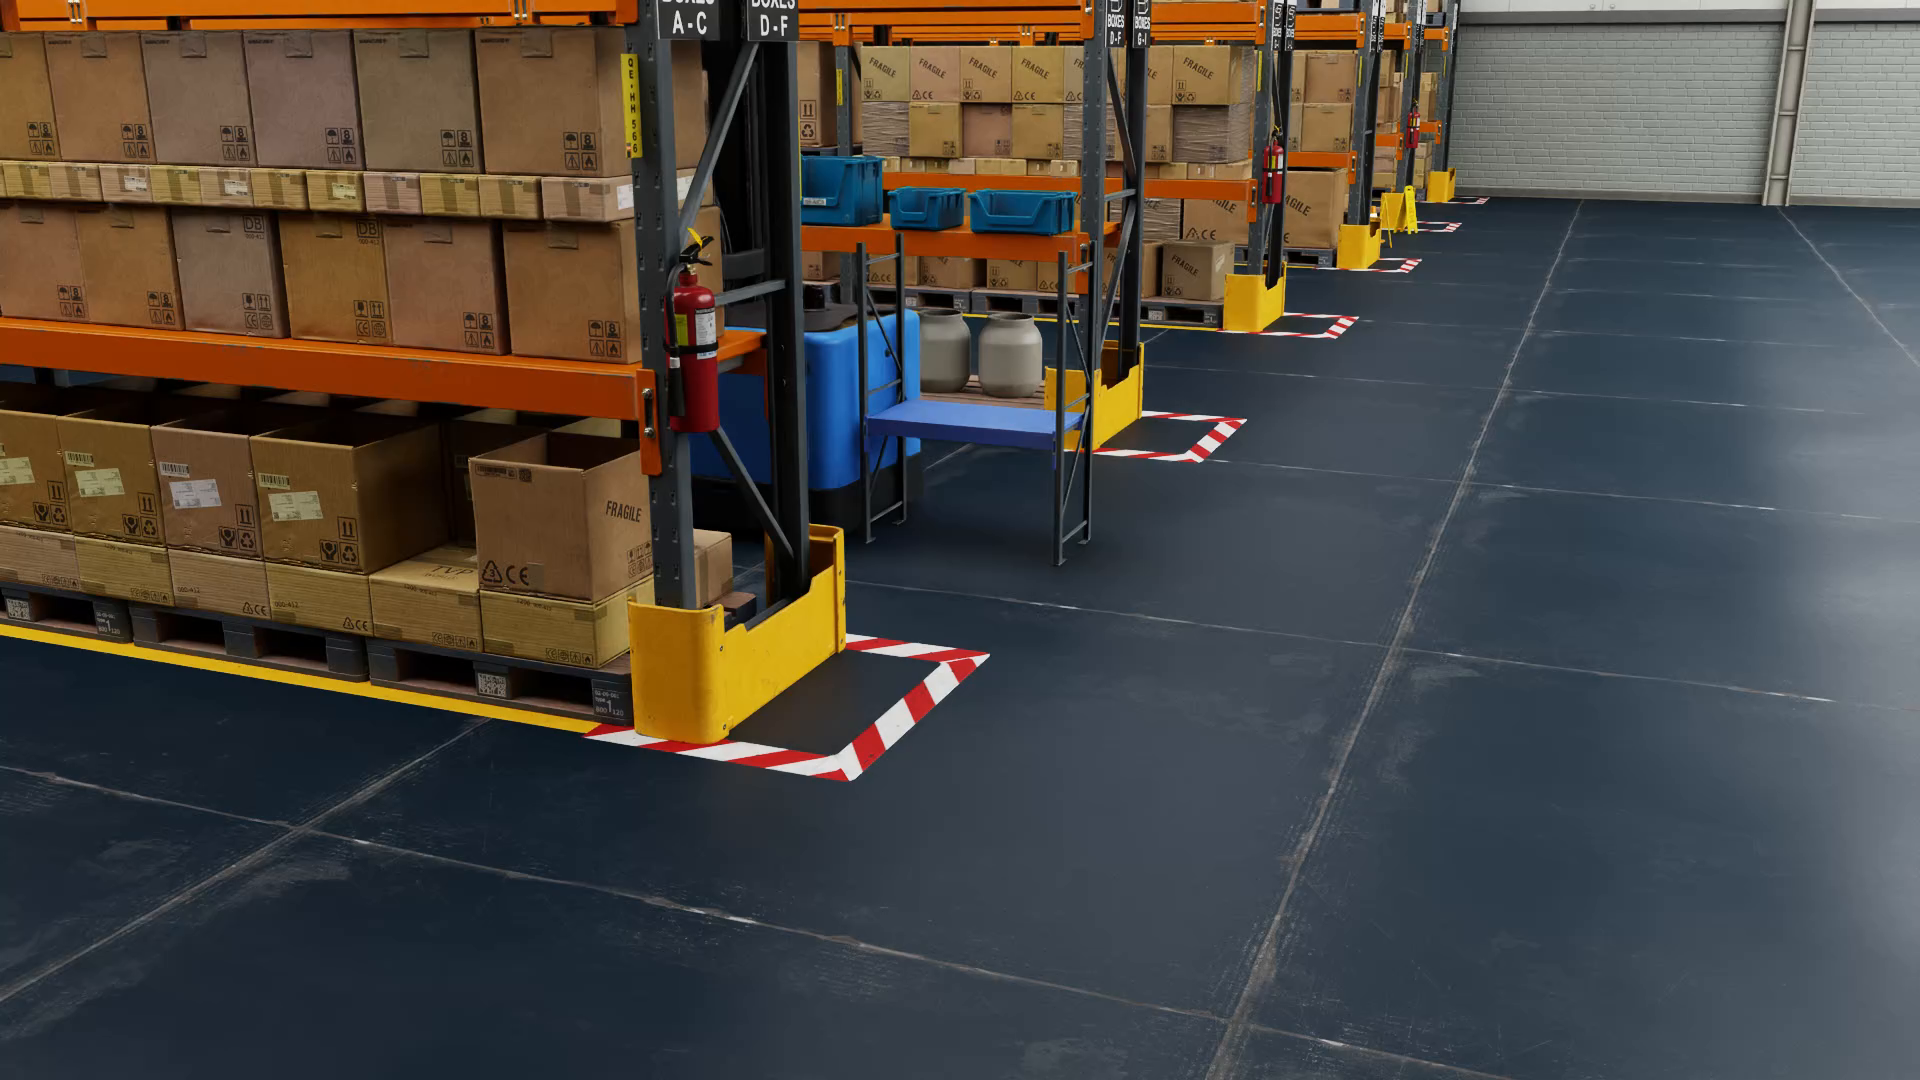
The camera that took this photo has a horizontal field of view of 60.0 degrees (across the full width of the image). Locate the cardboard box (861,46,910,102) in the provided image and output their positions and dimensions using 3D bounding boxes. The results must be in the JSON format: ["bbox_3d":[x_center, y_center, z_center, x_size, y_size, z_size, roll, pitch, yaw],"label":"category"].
[{"bbox_3d":[-0.608,-4.414,15.748,0.500,0.500,0.500,6,17,21],"label":"cardboard box"}]

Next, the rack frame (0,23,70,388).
[{"bbox_3d":[-4.572,-1.286,7.480,0.127,3.000,1.000,6,17,21],"label":"rack frame"}]

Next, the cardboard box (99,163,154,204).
[{"bbox_3d":[-3.193,-1.437,6.657,0.250,0.149,0.380,6,17,19],"label":"cardboard box"}]

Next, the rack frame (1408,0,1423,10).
[{"bbox_3d":[6.423,-8.897,22.936,0.127,3.000,1.000,6,17,21],"label":"rack frame"}]

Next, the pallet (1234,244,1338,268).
[{"bbox_3d":[3.929,-3.444,19.915,1.213,0.211,1.003,6,17,21],"label":"pallet"}]

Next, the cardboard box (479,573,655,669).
[{"bbox_3d":[-1.458,0.263,6.320,0.500,0.250,0.500,6,17,21],"label":"cardboard box"}]

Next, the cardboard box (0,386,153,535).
[{"bbox_3d":[-3.788,-0.350,7.088,0.500,0.500,0.500,6,17,21],"label":"cardboard box"}]

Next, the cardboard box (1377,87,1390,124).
[{"bbox_3d":[5.817,-6.191,23.662,0.500,0.500,0.500,6,17,20],"label":"cardboard box"}]

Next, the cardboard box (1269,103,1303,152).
[{"bbox_3d":[3.820,-4.871,19.558,0.550,0.550,0.875,6,17,21],"label":"cardboard box"}]

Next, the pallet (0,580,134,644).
[{"bbox_3d":[-3.848,0.145,7.551,1.213,0.211,1.003,6,17,21],"label":"pallet"}]

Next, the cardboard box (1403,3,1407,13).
[{"bbox_3d":[7.359,-8.880,27.773,0.250,0.149,0.380,6,17,19],"label":"cardboard box"}]

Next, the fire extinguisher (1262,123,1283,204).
[{"bbox_3d":[2.725,-3.278,14.478,0.183,0.674,0.296,6,17,21],"label":"fire extinguisher"}]

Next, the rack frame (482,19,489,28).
[{"bbox_3d":[-4.655,-4.264,17.738,0.127,3.000,1.000,6,17,21],"label":"rack frame"}]

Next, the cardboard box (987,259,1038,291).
[{"bbox_3d":[0.566,-2.705,16.098,0.500,0.500,0.500,5,17,16],"label":"cardboard box"}]

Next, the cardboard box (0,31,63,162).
[{"bbox_3d":[-3.686,-1.862,6.957,0.500,0.500,0.700,6,17,20],"label":"cardboard box"}]

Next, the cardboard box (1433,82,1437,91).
[{"bbox_3d":[8.021,-7.766,28.455,0.250,0.149,0.380,6,17,19],"label":"cardboard box"}]

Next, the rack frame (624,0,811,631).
[{"bbox_3d":[-0.851,-0.877,6.070,0.127,3.000,1.000,6,17,21],"label":"rack frame"}]

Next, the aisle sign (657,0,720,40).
[{"bbox_3d":[-0.898,-2.043,5.422,0.004,0.787,0.394,6,17,21],"label":"aisle sign"}]

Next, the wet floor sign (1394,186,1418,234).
[{"bbox_3d":[6.208,-4.589,23.078,0.232,0.644,0.267,14,21,40],"label":"wet floor sign"}]

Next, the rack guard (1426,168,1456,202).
[{"bbox_3d":[8.264,-6.101,28.548,0.348,0.500,1.175,6,17,21],"label":"rack guard"}]

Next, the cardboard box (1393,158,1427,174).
[{"bbox_3d":[7.674,-6.394,28.355,0.500,0.250,0.500,6,17,20],"label":"cardboard box"}]

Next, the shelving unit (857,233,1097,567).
[{"bbox_3d":[0.084,-0.711,8.188,1.048,1.500,0.538,6,17,21],"label":"shelving unit"}]

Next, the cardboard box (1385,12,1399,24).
[{"bbox_3d":[5.989,-7.300,23.265,0.250,0.149,0.380,6,17,21],"label":"cardboard box"}]

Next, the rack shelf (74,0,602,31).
[{"bbox_3d":[-4.612,-3.870,12.291,4.000,0.370,1.077,6,17,21],"label":"rack shelf"}]

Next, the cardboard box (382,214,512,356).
[{"bbox_3d":[-1.771,-1.029,6.413,0.500,0.500,0.700,7,18,22],"label":"cardboard box"}]

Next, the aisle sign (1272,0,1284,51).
[{"bbox_3d":[2.735,-4.610,14.267,0.004,0.787,0.394,6,17,21],"label":"aisle sign"}]

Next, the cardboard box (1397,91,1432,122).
[{"bbox_3d":[7.687,-7.334,28.133,0.500,0.500,0.500,6,17,19],"label":"cardboard box"}]

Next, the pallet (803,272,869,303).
[{"bbox_3d":[-1.659,-2.595,16.990,1.213,0.211,1.003,6,17,21],"label":"pallet"}]

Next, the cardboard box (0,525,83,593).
[{"bbox_3d":[-3.789,0.011,7.190,0.500,0.250,0.500,6,17,21],"label":"cardboard box"}]

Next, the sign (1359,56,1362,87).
[{"bbox_3d":[4.489,-5.253,18.640,0.005,0.325,0.100,6,17,21],"label":"sign"}]

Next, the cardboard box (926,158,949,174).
[{"bbox_3d":[-0.138,-3.564,15.776,0.250,0.149,0.380,6,17,21],"label":"cardboard box"}]

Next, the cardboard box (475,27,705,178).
[{"bbox_3d":[-1.330,-1.605,6.070,0.500,0.500,0.700,6,17,21],"label":"cardboard box"}]

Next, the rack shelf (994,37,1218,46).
[{"bbox_3d":[2.660,-9.013,30.004,4.000,0.370,1.077,6,17,21],"label":"rack shelf"}]

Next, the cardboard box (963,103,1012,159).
[{"bbox_3d":[0.416,-3.899,15.765,0.500,0.500,0.875,6,17,21],"label":"cardboard box"}]

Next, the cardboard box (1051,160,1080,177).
[{"bbox_3d":[1.012,-3.427,15.305,0.250,0.149,0.380,6,17,21],"label":"cardboard box"}]

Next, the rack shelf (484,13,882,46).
[{"bbox_3d":[-2.794,-5.155,16.715,4.000,0.370,1.077,6,17,21],"label":"rack shelf"}]

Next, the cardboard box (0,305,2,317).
[{"bbox_3d":[-4.157,-1.291,7.315,0.500,0.500,0.700,6,17,19],"label":"cardboard box"}]

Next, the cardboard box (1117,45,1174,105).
[{"bbox_3d":[1.718,-4.159,14.868,0.500,0.500,0.500,6,17,21],"label":"cardboard box"}]

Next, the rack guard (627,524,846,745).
[{"bbox_3d":[-0.829,0.326,6.410,0.348,0.500,1.175,6,17,21],"label":"rack guard"}]

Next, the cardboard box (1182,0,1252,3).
[{"bbox_3d":[2.245,-4.798,14.465,0.500,0.250,0.500,7,17,22],"label":"cardboard box"}]

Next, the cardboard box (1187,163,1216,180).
[{"bbox_3d":[2.214,-3.327,14.959,0.250,0.149,0.380,6,17,21],"label":"cardboard box"}]

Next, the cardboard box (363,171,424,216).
[{"bbox_3d":[-1.992,-1.305,6.202,0.250,0.149,0.380,7,17,21],"label":"cardboard box"}]

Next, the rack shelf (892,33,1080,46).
[{"bbox_3d":[0.842,-7.725,25.569,4.000,0.370,1.077,6,17,21],"label":"rack shelf"}]

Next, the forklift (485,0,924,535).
[{"bbox_3d":[-1.756,-1.653,8.867,3.031,2.935,1.130,7,18,24],"label":"forklift"}]

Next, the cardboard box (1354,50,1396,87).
[{"bbox_3d":[5.868,-6.683,23.562,0.500,0.500,0.700,6,17,19],"label":"cardboard box"}]

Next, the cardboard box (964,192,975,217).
[{"bbox_3d":[0.370,-4.293,21.117,0.750,0.750,1.050,6,17,20],"label":"cardboard box"}]

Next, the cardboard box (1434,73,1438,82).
[{"bbox_3d":[8.007,-7.896,28.371,0.250,0.149,0.380,6,17,20],"label":"cardboard box"}]

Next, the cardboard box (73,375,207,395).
[{"bbox_3d":[-3.600,-0.483,7.545,0.500,0.500,0.500,6,17,21],"label":"cardboard box"}]

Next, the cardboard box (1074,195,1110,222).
[{"bbox_3d":[1.540,-4.230,20.678,0.875,0.875,0.875,7,17,21],"label":"cardboard box"}]

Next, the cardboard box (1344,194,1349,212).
[{"bbox_3d":[5.550,-4.913,24.150,0.500,0.250,0.500,6,17,20],"label":"cardboard box"}]
